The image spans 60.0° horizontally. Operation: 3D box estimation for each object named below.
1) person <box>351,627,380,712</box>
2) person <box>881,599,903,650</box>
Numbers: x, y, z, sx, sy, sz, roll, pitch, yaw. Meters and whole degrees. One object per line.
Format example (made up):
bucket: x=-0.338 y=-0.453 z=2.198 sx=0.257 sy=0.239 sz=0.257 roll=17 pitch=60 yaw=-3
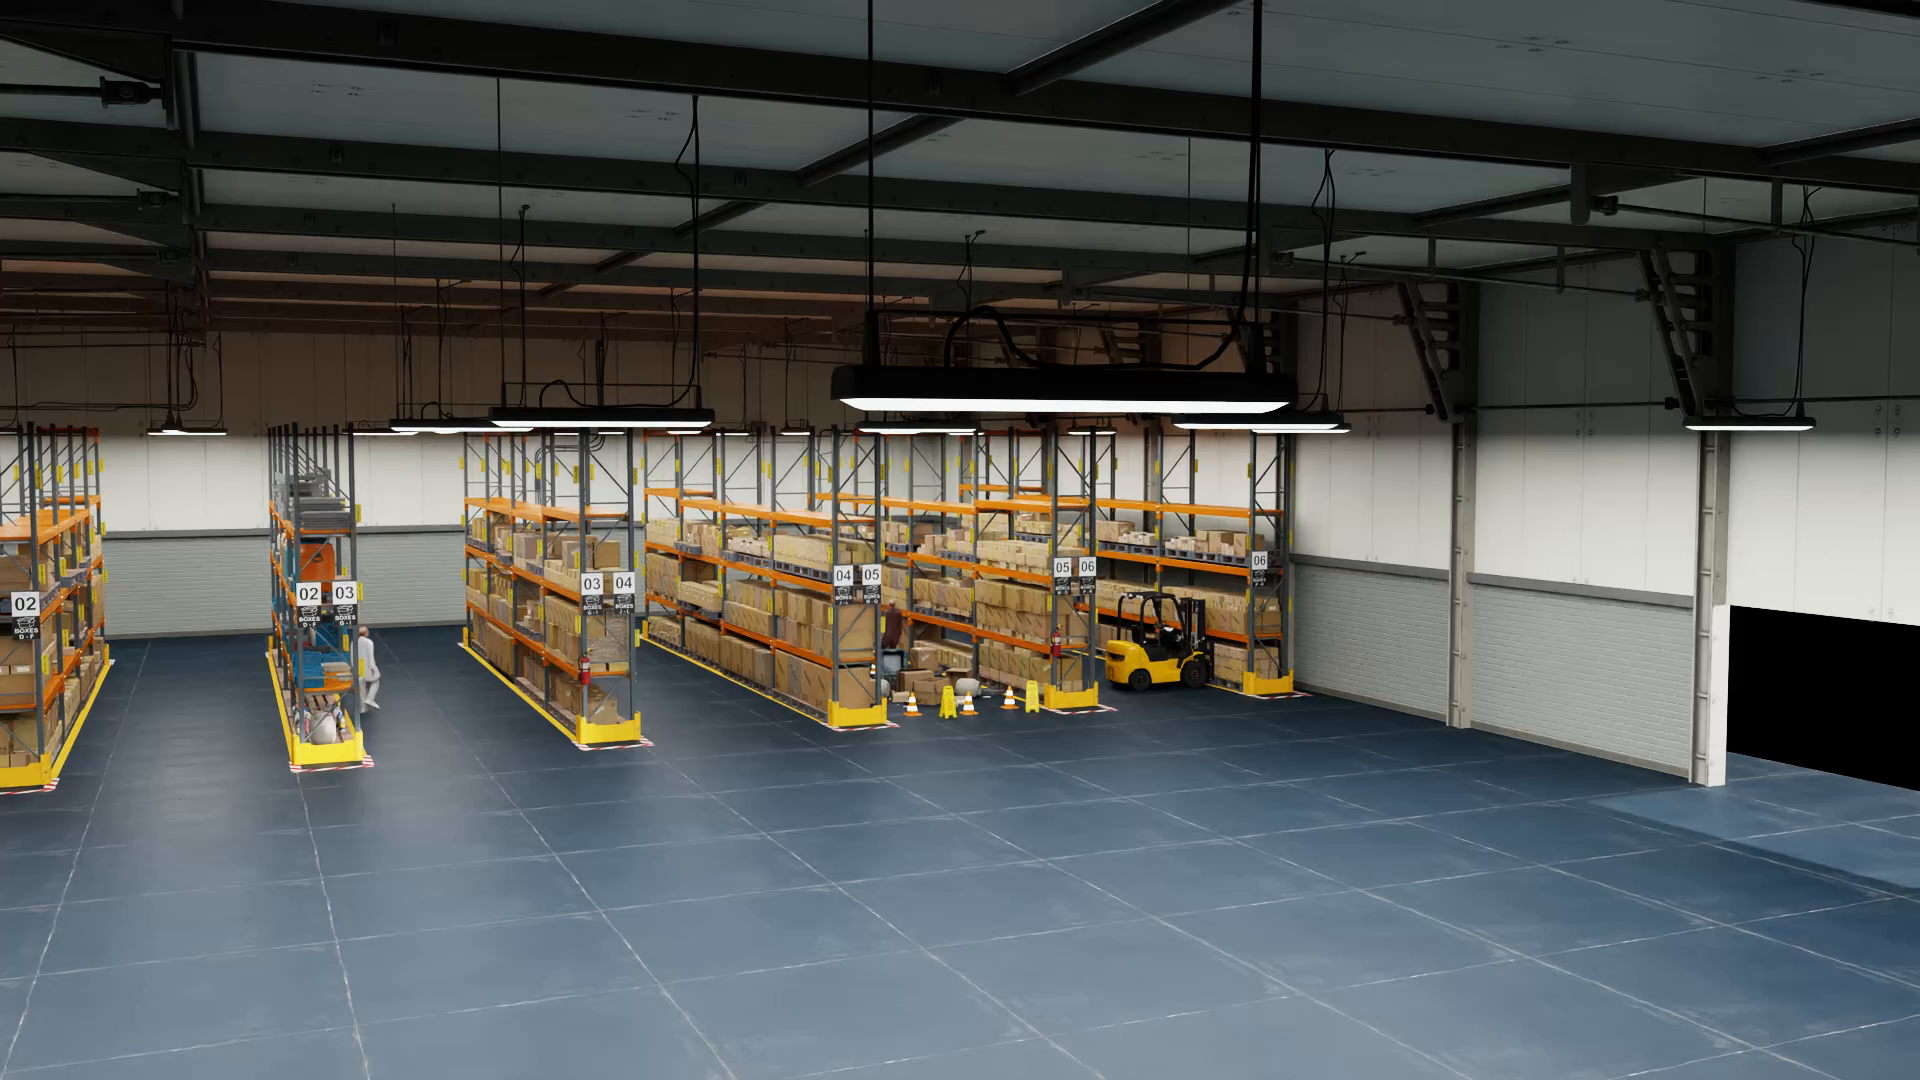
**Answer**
person: x=-12.459 y=2.699 z=34.793 sx=0.597 sy=1.766 sz=0.524 roll=0 pitch=3 yaw=-2
person: x=-1.683 y=2.335 z=40.745 sx=0.625 sy=1.776 sz=0.536 roll=-2 pitch=4 yaw=-30
